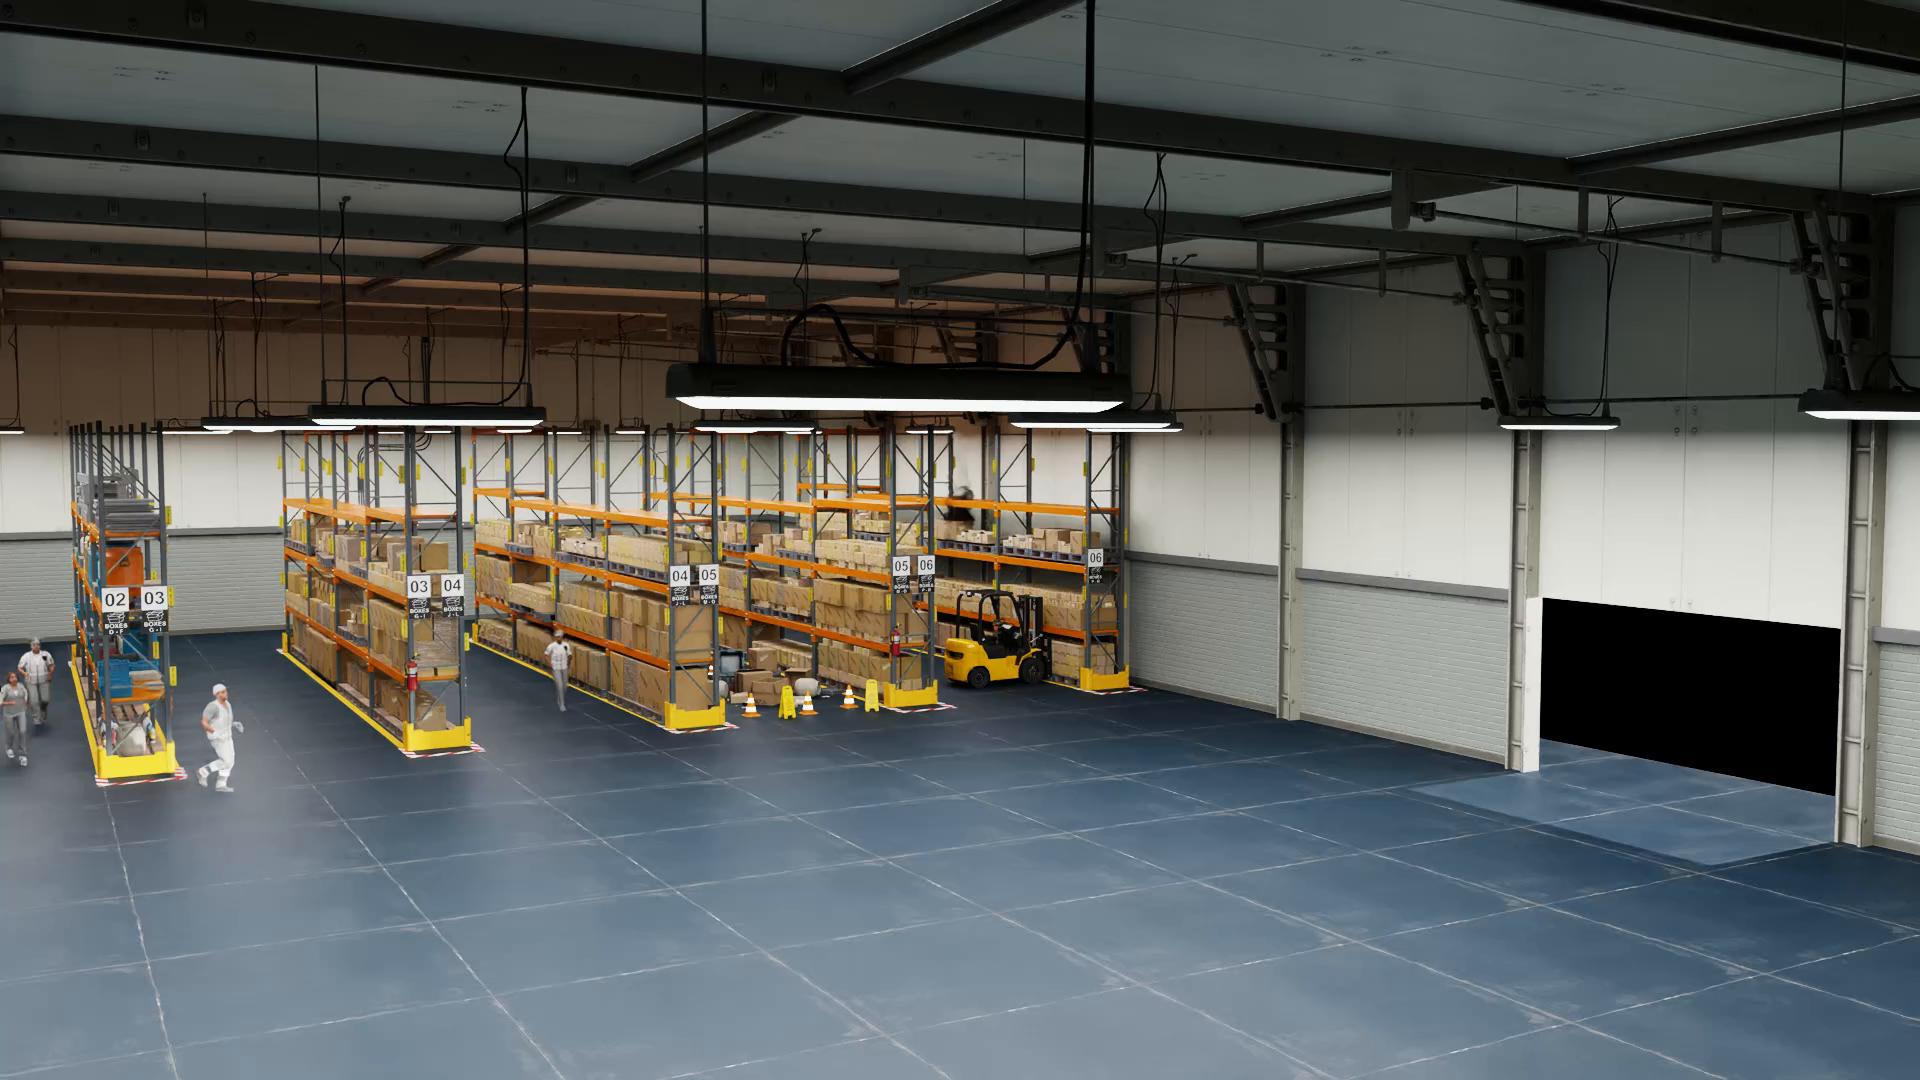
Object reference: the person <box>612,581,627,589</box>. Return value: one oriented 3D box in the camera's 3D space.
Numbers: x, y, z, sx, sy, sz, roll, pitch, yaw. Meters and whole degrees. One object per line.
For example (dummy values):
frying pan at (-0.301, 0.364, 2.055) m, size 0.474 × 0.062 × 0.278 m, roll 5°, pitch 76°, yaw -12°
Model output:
person at (-10.266, 1.804, 50.128) m, size 0.904 × 1.678 × 0.602 m, roll -2°, pitch 4°, yaw -26°

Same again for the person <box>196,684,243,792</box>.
person at (-11.958, 3.194, 26.864) m, size 0.643 × 1.753 × 0.648 m, roll 0°, pitch 4°, yaw 5°

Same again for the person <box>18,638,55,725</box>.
person at (-18.386, 2.804, 33.133) m, size 0.655 × 1.733 × 0.622 m, roll -2°, pitch 4°, yaw -34°

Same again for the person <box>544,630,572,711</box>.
person at (-8.451, 2.723, 35.021) m, size 0.585 × 1.695 × 0.727 m, roll -2°, pitch 4°, yaw -30°

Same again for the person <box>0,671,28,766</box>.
person at (-16.630, 3.121, 29.225) m, size 0.529 × 1.606 × 0.810 m, roll -3°, pitch 5°, yaw -42°
